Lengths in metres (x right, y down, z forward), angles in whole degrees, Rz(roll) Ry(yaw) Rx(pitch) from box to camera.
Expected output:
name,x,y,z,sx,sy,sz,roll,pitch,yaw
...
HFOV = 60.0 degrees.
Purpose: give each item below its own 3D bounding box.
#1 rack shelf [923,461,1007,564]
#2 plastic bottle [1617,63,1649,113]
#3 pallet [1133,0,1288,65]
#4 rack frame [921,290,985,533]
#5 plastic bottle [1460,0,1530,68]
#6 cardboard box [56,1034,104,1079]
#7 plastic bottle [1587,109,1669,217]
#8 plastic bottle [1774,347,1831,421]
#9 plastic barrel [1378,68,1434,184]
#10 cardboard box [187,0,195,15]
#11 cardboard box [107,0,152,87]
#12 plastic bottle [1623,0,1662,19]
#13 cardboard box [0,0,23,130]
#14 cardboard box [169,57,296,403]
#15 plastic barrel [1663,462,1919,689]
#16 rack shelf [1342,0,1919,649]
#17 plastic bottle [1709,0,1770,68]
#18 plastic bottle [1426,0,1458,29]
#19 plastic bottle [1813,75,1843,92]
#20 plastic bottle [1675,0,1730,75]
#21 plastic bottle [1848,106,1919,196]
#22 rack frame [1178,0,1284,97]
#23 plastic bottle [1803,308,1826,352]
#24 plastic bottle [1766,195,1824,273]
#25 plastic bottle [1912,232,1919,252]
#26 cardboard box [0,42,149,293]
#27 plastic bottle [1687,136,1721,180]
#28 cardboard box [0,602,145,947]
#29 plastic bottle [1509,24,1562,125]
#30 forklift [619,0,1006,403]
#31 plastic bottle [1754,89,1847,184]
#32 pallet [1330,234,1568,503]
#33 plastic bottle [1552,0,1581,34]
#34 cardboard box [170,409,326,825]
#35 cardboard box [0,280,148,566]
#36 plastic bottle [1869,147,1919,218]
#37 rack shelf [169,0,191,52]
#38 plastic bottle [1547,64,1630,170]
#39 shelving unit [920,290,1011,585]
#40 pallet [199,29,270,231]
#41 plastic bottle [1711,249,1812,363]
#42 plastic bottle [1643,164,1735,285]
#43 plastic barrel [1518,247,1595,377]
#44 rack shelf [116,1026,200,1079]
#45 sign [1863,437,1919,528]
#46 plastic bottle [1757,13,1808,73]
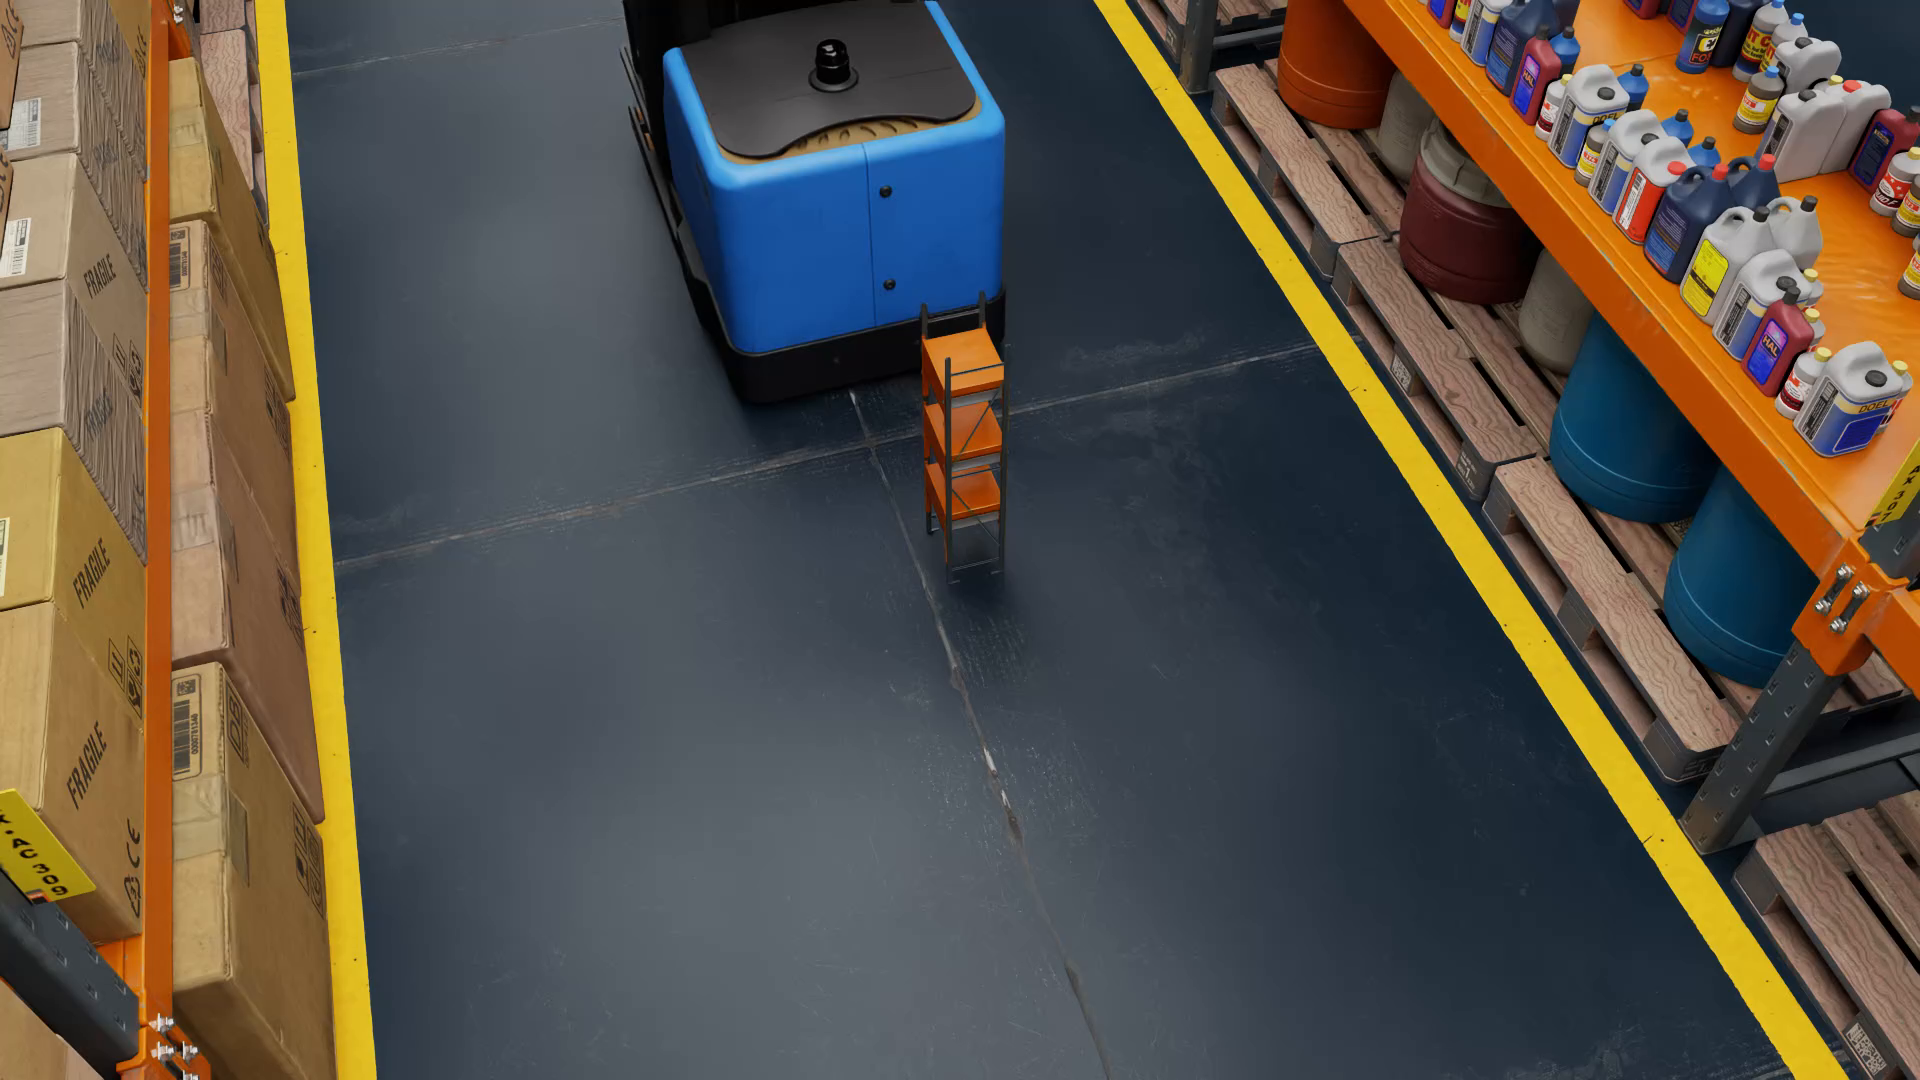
name,x,y,z,sx,sy,sz,roll,pitch,yaw
rack shelf,0.016,-0.113,5.536,0.215,0.259,0.240,-13,51,-11
plastic bottle,1.984,-1.297,4.966,0.097,0.271,0.097,0,50,0
pallet,1.287,-2.777,7.953,1.003,0.211,1.213,-13,51,-11
rack frame,-0.020,-0.388,5.391,0.200,1.050,0.008,-13,51,-11
plastic bottle,1.708,-1.659,5.268,0.152,0.276,0.135,-13,51,-11
cardboard box,-1.689,1.156,2.717,0.500,0.250,0.500,-14,51,-12
plastic bottle,1.939,-1.088,4.786,0.152,0.276,0.135,-13,51,-11
plastic bottle,2.176,-0.409,4.262,0.097,0.201,0.097,0,50,0
plastic barrel,1.892,-1.689,6.564,0.421,0.512,0.421,0,50,0
cardboard box,-3.820,-2.617,7.341,0.700,0.500,0.500,-9,51,-8
cardboard box,-2.870,-1.709,5.163,0.500,0.500,0.500,-12,51,-10
plastic bottle,2.261,-1.862,5.434,0.061,0.283,0.133,-13,51,-11
cardboard box,-2.862,-1.322,4.181,0.797,0.503,0.637,-12,51,-10
cardboard box,-3.069,-0.923,5.681,1.225,0.875,0.875,-15,52,-13
plastic barrel,2.517,-0.040,4.919,0.600,0.901,0.708,-13,51,-11
rack shelf,2.070,-1.408,5.446,1.077,0.370,4.000,-13,51,-11
plastic bottle,2.445,-1.693,5.248,0.144,0.351,0.185,-13,51,-11
plastic bottle,1.596,-1.820,5.399,0.061,0.283,0.133,-13,51,-11
plastic bottle,2.607,-1.307,5.020,0.097,0.201,0.097,0,50,0
plastic bottle,2.343,-1.608,5.228,0.097,0.271,0.097,0,50,0
plastic bottle,2.698,-1.155,4.838,0.061,0.283,0.133,-13,51,-11
rack frame,1.479,-3.101,6.402,1.000,3.000,0.127,-13,51,-11
plastic bottle,2.194,-0.520,4.356,0.097,0.201,0.097,0,50,0
plastic bottle,2.215,-0.793,4.489,0.144,0.351,0.185,-13,51,-11
plastic bottle,2.772,-0.920,4.648,0.097,0.271,0.097,0,50,0
cardboard box,-2.572,-0.965,4.536,0.500,0.500,0.500,-15,51,-12
plastic bottle,2.093,-1.030,4.740,0.097,0.271,0.097,0,50,0
cardboard box,-1.967,0.516,3.288,0.500,0.500,0.500,-13,51,-11
plastic bottle,1.759,-1.418,5.060,0.061,0.283,0.133,-13,51,-11
forklift,-0.783,-2.600,6.025,1.130,2.935,3.031,-14,51,-12
plastic bottle,2.470,-1.205,4.885,0.152,0.276,0.135,-13,51,-11
pallet,2.109,-0.746,6.241,1.003,0.211,1.213,-13,51,-11
plastic bottle,1.857,-1.698,5.252,0.144,0.351,0.185,-13,51,-11
cardboard box,-2.543,0.375,4.587,1.225,0.875,0.875,-15,51,-12
cardboard box,-2.264,-0.217,3.905,0.500,0.500,0.500,-14,51,-12
plastic bottle,2.715,-1.040,4.795,0.097,0.201,0.097,0,50,0
rack shelf,-3.844,-3.210,6.965,1.077,0.370,4.000,-13,51,-11
plastic bottle,1.871,-1.257,4.929,0.152,0.276,0.135,-13,51,-11
shelving unit,0.016,-0.299,5.316,0.215,1.050,0.252,-13,51,-11
pallet,-3.482,-1.653,7.006,1.003,0.211,1.213,-13,51,-11
plastic bottle,2.128,-0.621,4.393,0.152,0.276,0.135,-13,51,-11
plastic bottle,2.023,-0.896,4.576,0.144,0.351,0.185,-13,51,-11
plastic barrel,2.226,-0.864,5.869,0.421,0.512,0.421,0,50,0
rack shelf,-1.478,2.633,2.039,1.077,0.370,4.000,-13,51,-11
sign,2.136,-0.146,3.730,0.100,0.325,0.005,-13,51,-11
plastic bottle,2.538,-1.499,5.136,0.097,0.271,0.097,0,50,0
